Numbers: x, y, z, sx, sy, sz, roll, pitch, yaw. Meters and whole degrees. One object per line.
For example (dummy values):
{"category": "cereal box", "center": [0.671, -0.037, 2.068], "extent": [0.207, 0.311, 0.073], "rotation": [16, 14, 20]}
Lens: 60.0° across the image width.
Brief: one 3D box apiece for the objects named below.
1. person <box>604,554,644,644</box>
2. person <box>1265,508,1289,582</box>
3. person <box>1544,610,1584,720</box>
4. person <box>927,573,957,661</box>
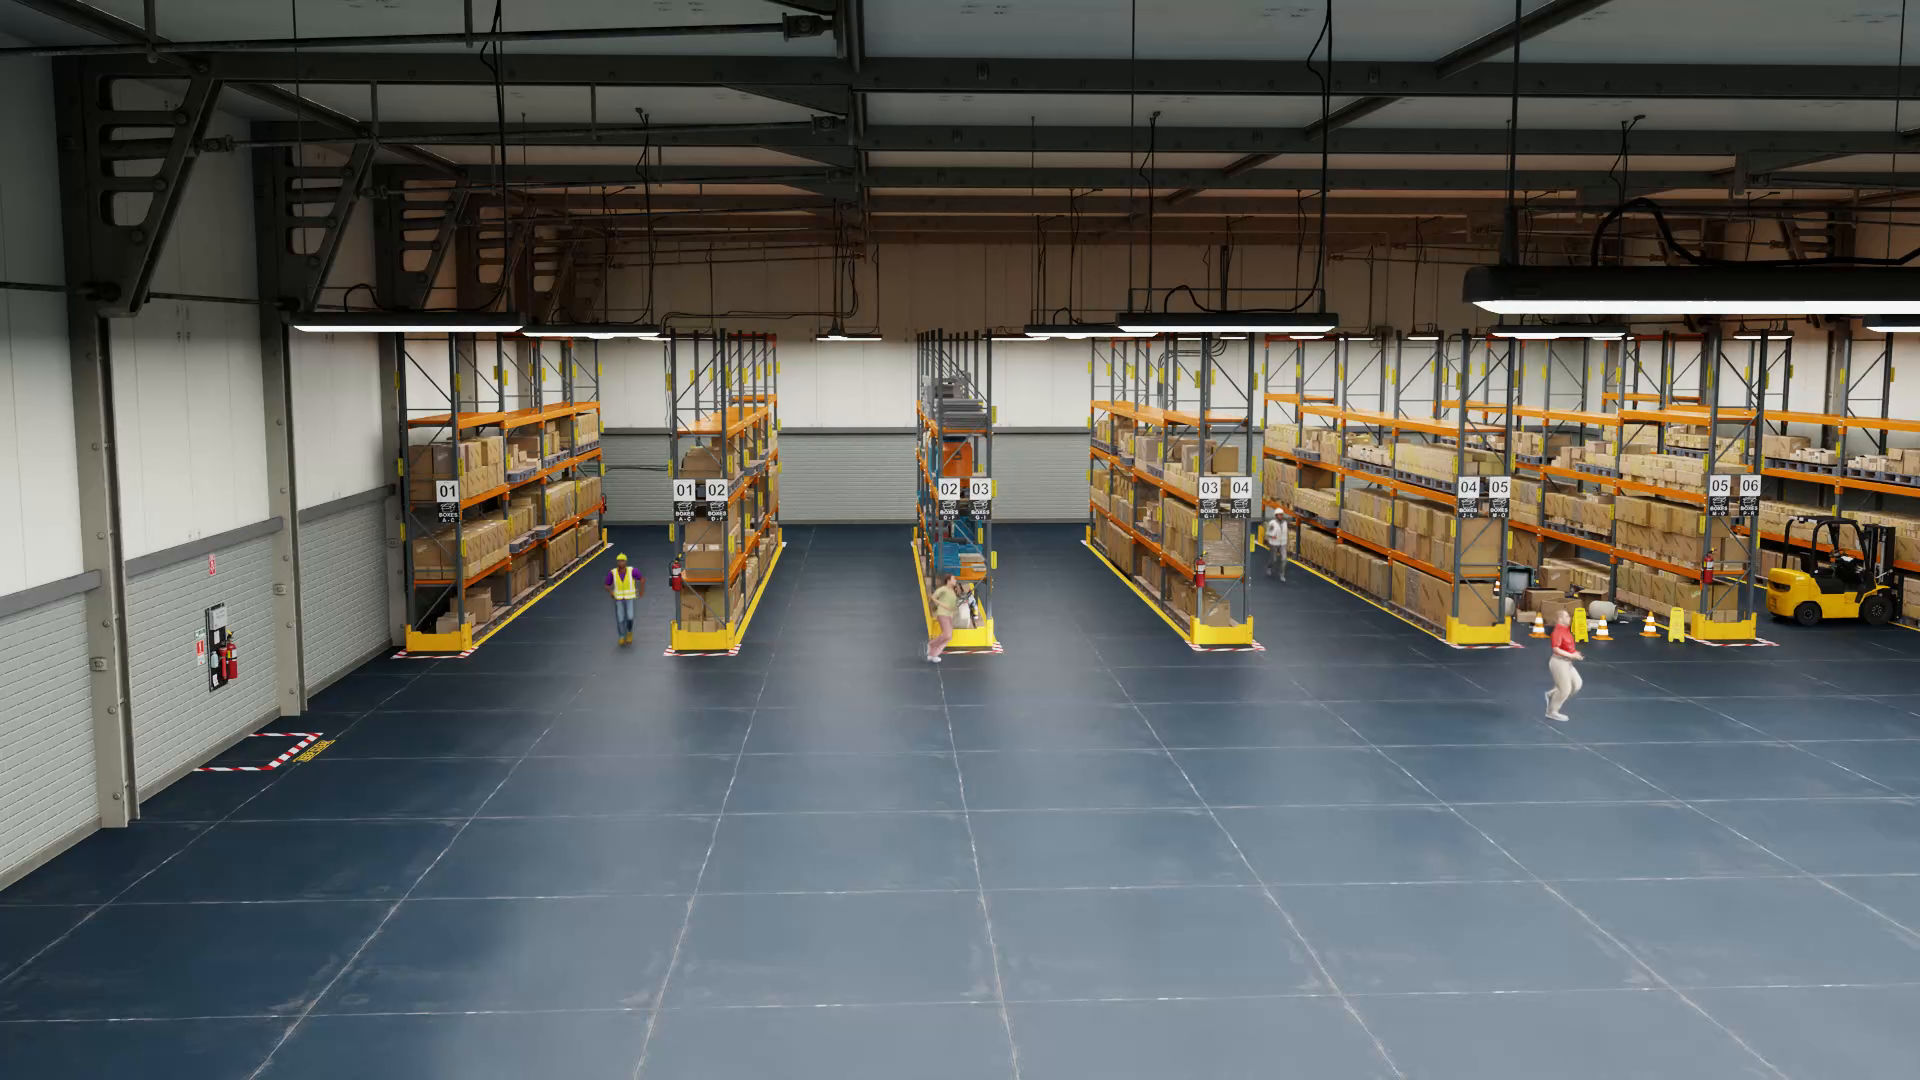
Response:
{"category": "person", "center": [-6.388, 1.125, 31.615], "extent": [0.748, 1.731, 0.596], "rotation": [-1, 7, -7]}
{"category": "person", "center": [7.699, 0.093, 40.364], "extent": [0.646, 1.762, 0.927], "rotation": [-1, 7, -11]}
{"category": "person", "center": [9.220, 1.910, 25.371], "extent": [0.591, 1.680, 0.658], "rotation": [4, 8, 30]}
{"category": "person", "center": [-0.266, 1.396, 30.220], "extent": [0.514, 1.554, 0.688], "rotation": [5, 8, 34]}
